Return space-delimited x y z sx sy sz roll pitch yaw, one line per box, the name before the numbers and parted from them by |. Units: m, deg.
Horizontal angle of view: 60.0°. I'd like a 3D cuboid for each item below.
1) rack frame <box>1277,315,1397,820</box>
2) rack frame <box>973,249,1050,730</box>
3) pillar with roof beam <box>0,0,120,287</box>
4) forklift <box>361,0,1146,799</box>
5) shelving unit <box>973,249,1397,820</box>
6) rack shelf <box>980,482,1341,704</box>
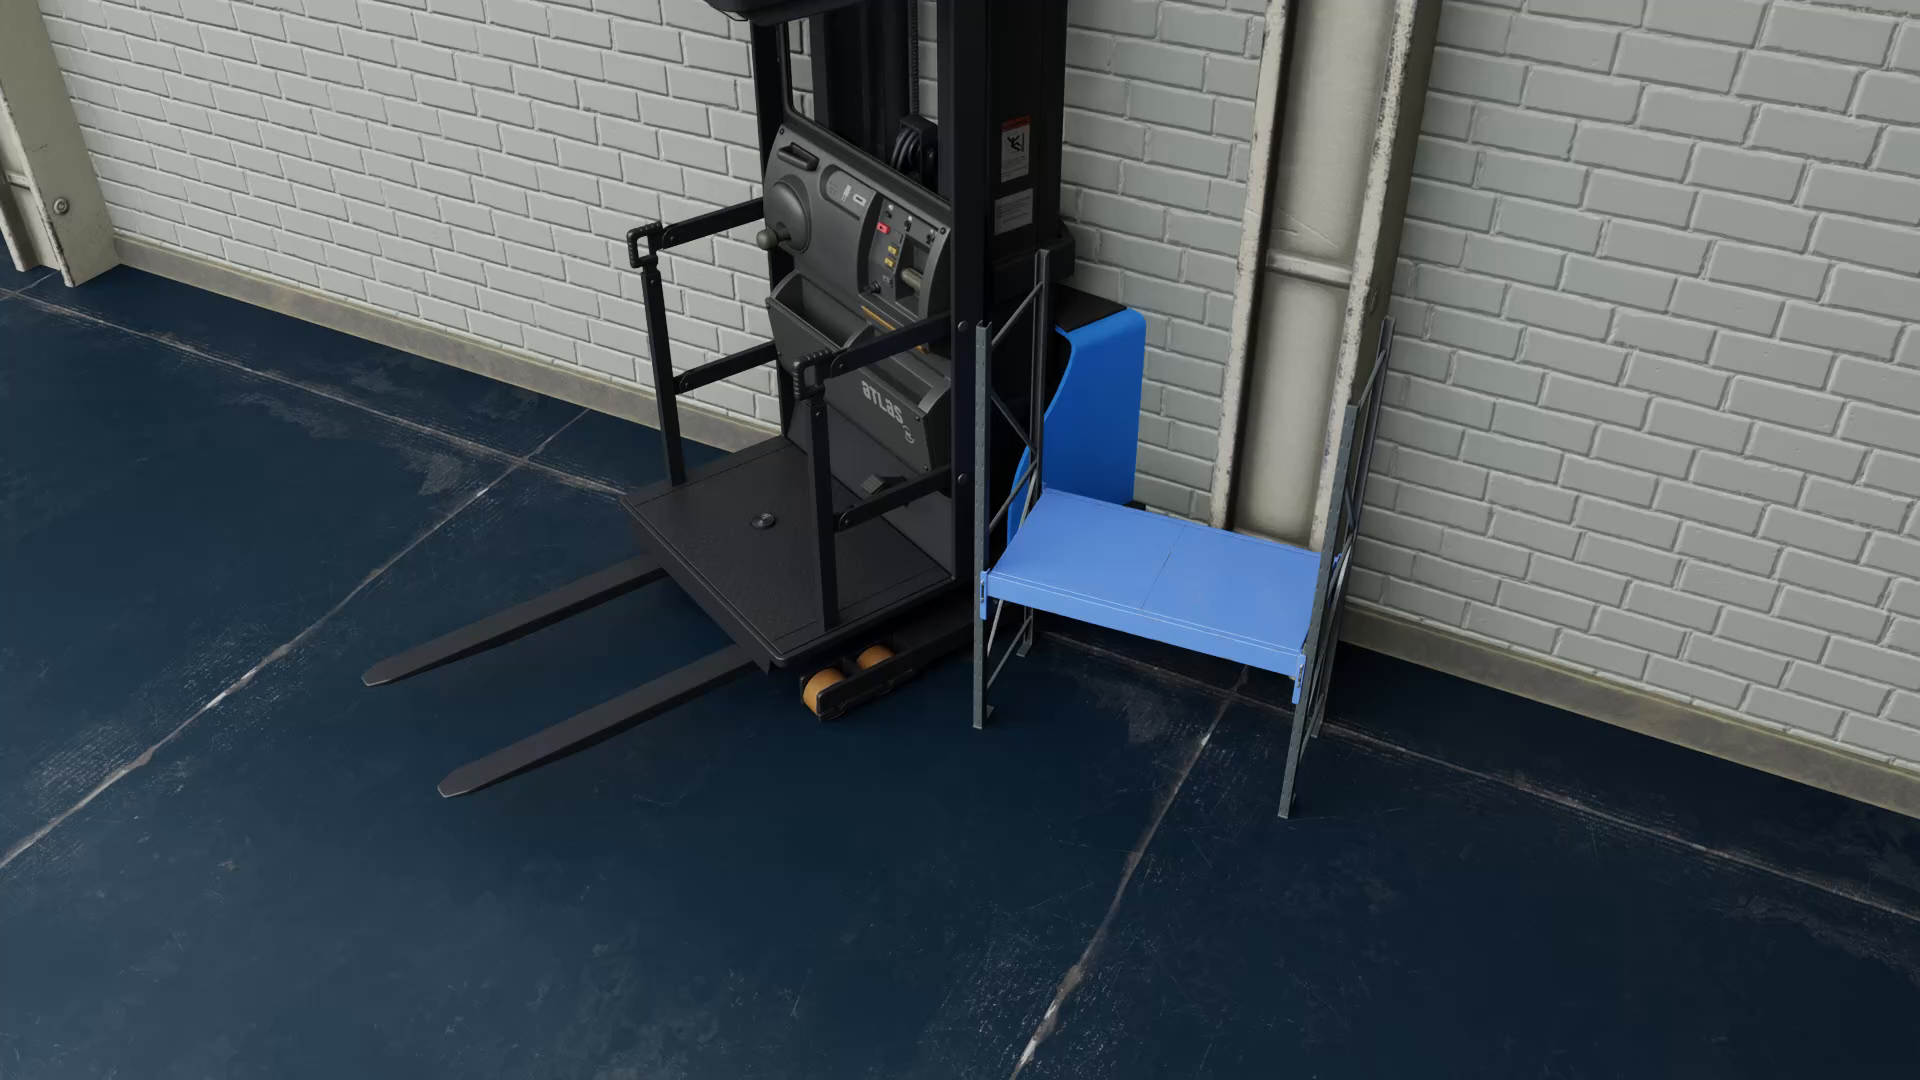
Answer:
rack frame | 1.091 0.120 4.851 0.032 1.500 0.500 14 39 18
rack frame | 0.154 -0.119 5.167 0.032 1.500 0.500 14 39 18
pillar with roof beam | -6.252 -2.596 2.228 0.400 9.000 9.100 17 41 21
forklift | -0.501 -0.941 5.066 3.031 2.935 1.130 -24 43 -28
shelving unit | 0.622 0.001 5.009 1.048 1.500 0.538 14 39 18
rack shelf | 0.622 0.144 5.118 1.000 0.185 0.538 14 39 18
